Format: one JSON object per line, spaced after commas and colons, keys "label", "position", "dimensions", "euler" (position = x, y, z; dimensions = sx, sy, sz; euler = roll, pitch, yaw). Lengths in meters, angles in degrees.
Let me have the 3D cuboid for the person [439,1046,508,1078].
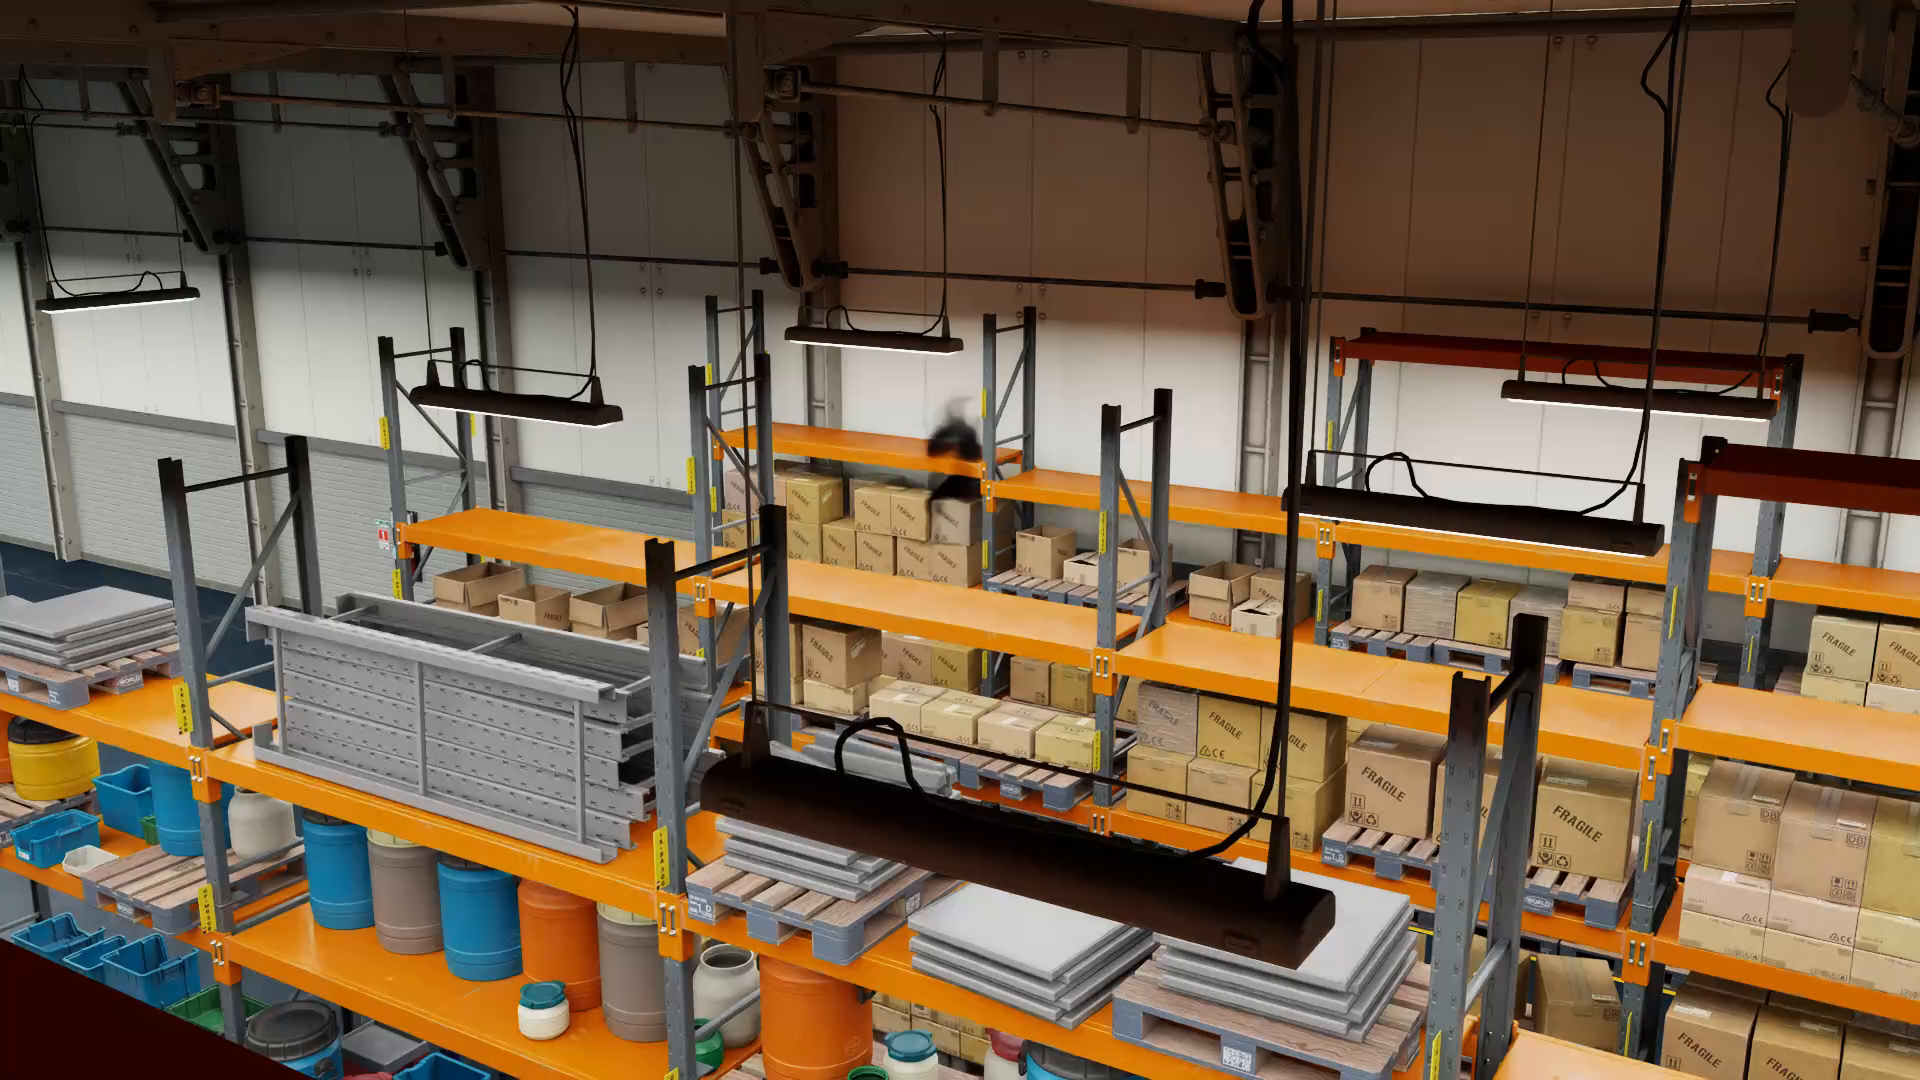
{"label": "person", "position": [-4.170, 3.899, 14.114], "dimensions": [0.900, 1.630, 0.614], "euler": [6, 15, 22]}
